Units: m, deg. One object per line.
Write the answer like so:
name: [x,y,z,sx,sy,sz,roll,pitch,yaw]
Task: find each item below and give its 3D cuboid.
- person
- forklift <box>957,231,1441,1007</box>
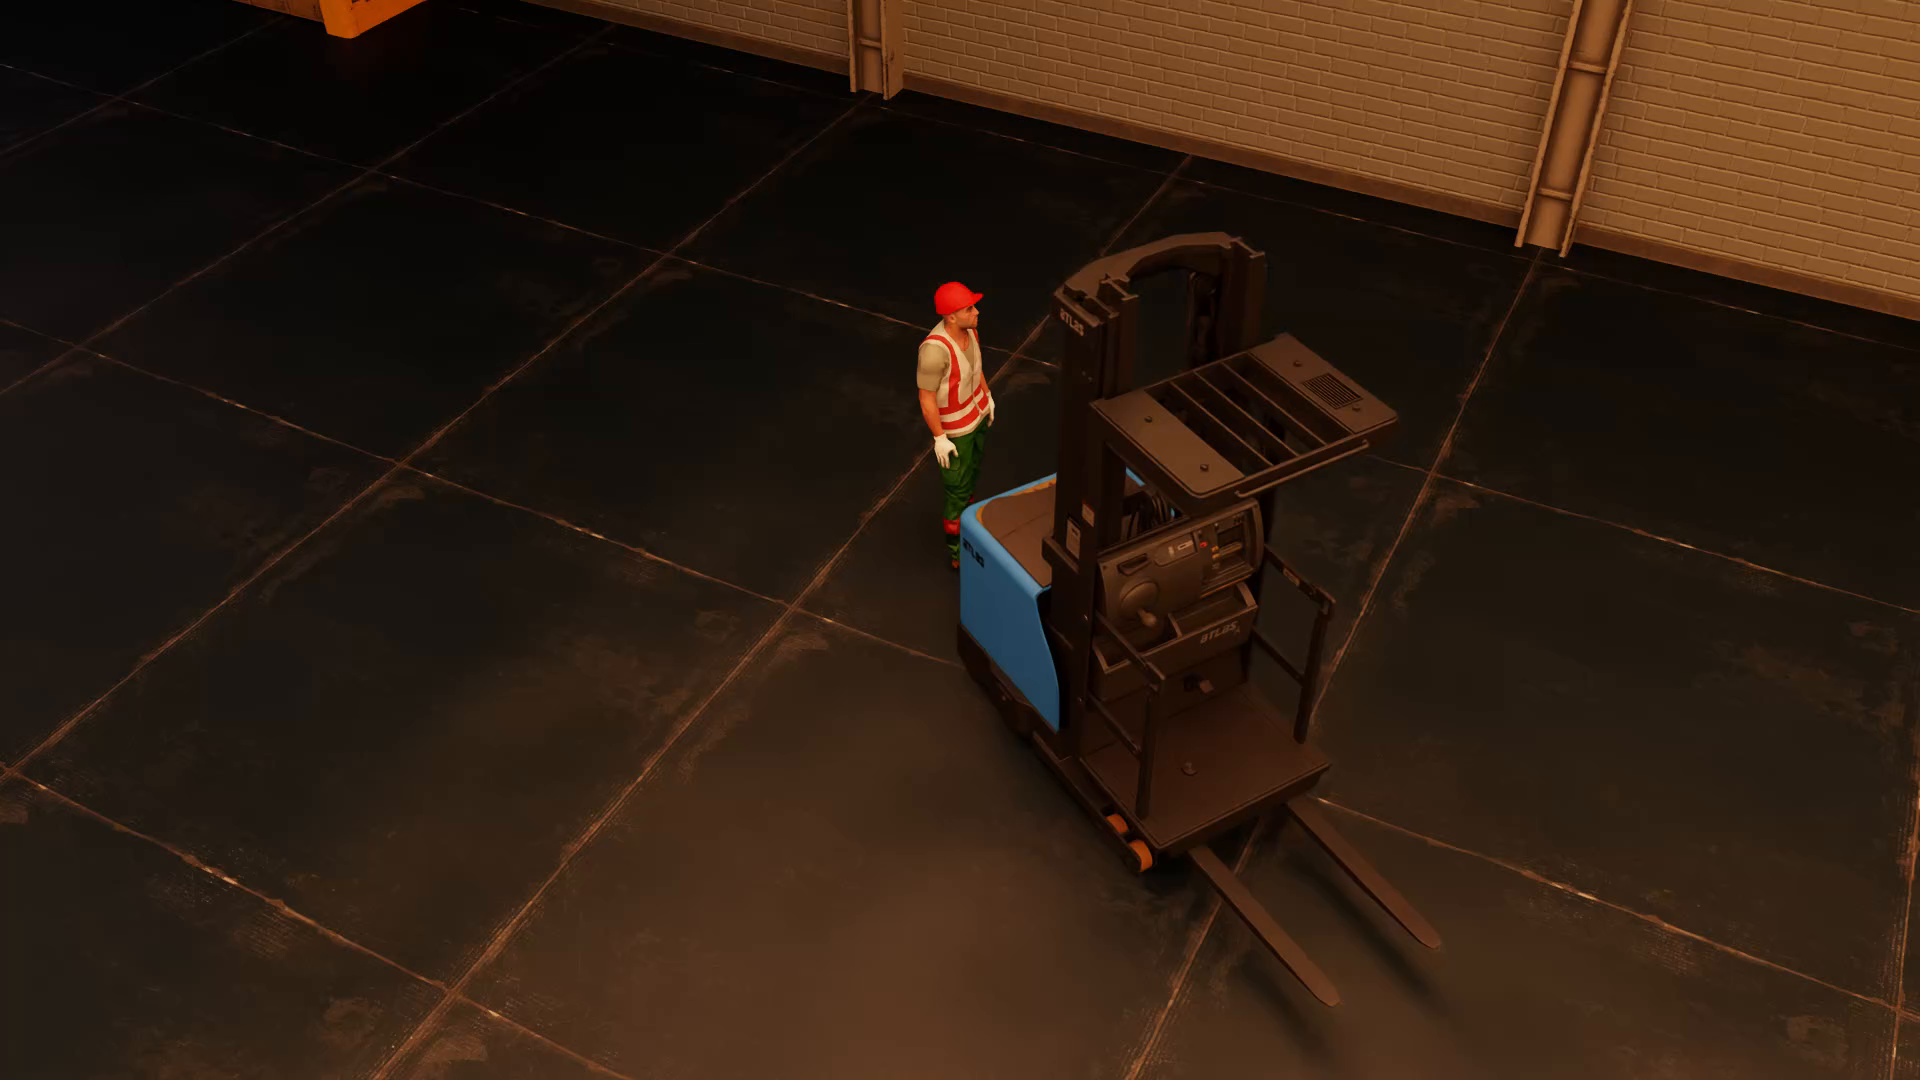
person: [0.066,-0.660,9.645,0.564,1.787,0.638,18,43,21]
forklift: [1.169,0.191,7.760,1.130,2.935,3.031,-21,44,-23]
